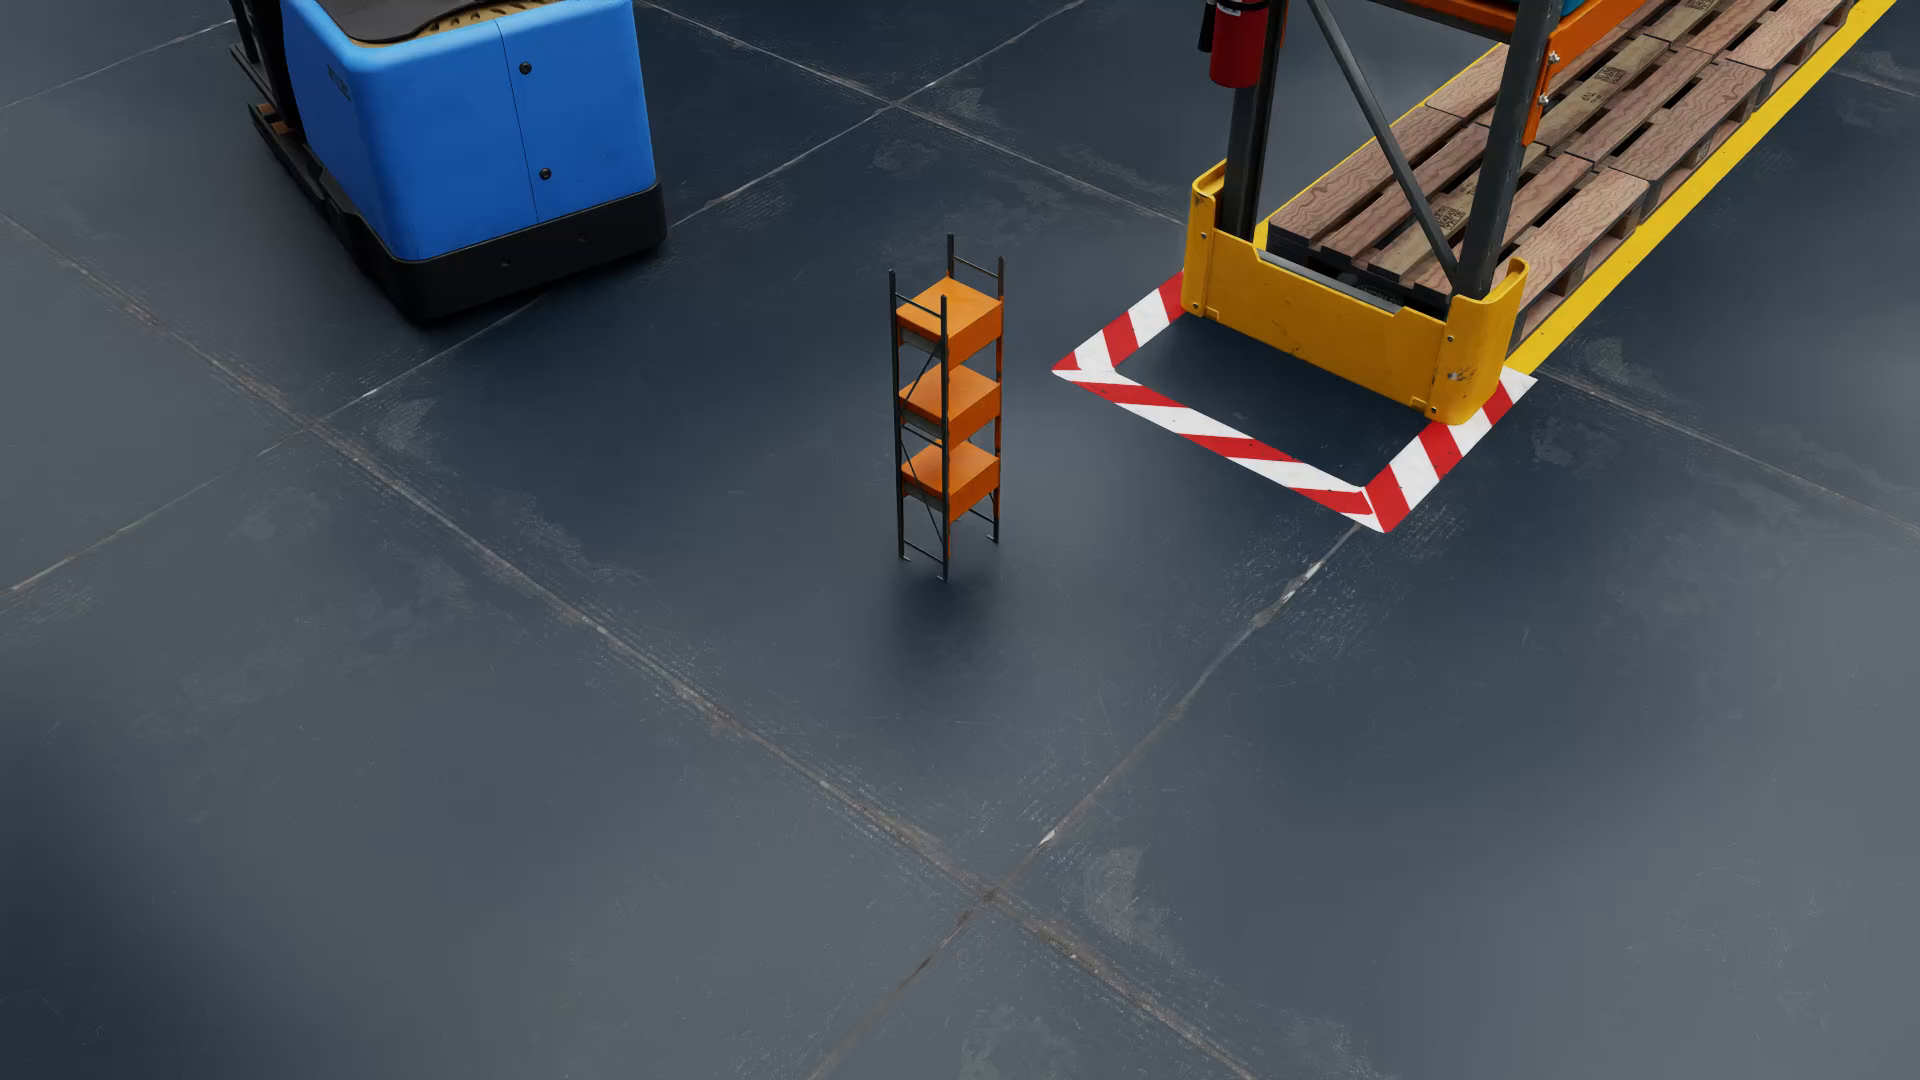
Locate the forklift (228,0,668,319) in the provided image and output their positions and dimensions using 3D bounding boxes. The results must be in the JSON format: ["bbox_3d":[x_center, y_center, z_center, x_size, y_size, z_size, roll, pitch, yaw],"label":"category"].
[{"bbox_3d":[-2.371,-2.844,6.199,1.130,2.935,3.031,-24,48,-24],"label":"forklift"}]

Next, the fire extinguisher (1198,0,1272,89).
[{"bbox_3d":[0.915,-1.794,5.328,0.296,0.674,0.183,29,50,28],"label":"fire extinguisher"}]

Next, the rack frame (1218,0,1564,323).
[{"bbox_3d":[1.360,-1.841,5.045,1.000,3.000,0.127,29,50,28],"label":"rack frame"}]

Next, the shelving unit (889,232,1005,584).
[{"bbox_3d":[-0.034,-0.361,4.867,0.215,1.050,0.252,29,50,28],"label":"shelving unit"}]

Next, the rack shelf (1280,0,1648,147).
[{"bbox_3d":[2.647,-2.605,6.420,1.077,0.370,4.000,29,50,28],"label":"rack shelf"}]

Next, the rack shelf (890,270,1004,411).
[{"bbox_3d":[-0.034,-0.563,4.683,0.215,0.259,0.240,29,50,28],"label":"rack shelf"}]

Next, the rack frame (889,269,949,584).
[{"bbox_3d":[-0.113,-0.298,4.797,0.200,1.050,0.008,29,50,28],"label":"rack frame"}]

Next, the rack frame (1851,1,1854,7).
[{"bbox_3d":[3.935,-3.901,7.310,1.000,3.000,0.127,29,50,28],"label":"rack frame"}]

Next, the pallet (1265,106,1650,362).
[{"bbox_3d":[1.921,-1.217,6.432,1.003,0.211,1.213,29,50,28],"label":"pallet"}]

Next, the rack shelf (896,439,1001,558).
[{"bbox_3d":[-0.034,-0.147,5.061,0.215,0.259,0.240,29,50,28],"label":"rack shelf"}]

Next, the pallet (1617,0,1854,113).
[{"bbox_3d":[3.491,-2.474,7.814,1.003,0.211,1.213,29,50,28],"label":"pallet"}]

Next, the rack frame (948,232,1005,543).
[{"bbox_3d":[0.044,-0.424,4.936,0.200,1.050,0.008,29,50,28],"label":"rack frame"}]

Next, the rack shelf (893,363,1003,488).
[{"bbox_3d":[-0.034,-0.353,4.874,0.215,0.259,0.240,29,50,28],"label":"rack shelf"}]

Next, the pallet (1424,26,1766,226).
[{"bbox_3d":[2.706,-1.843,7.120,1.003,0.211,1.213,29,50,28],"label":"pallet"}]

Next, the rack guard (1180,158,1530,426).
[{"bbox_3d":[1.355,-0.898,5.866,1.175,0.500,0.348,29,50,28],"label":"rack guard"}]

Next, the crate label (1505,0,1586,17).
[{"bbox_3d":[1.771,-1.786,5.064,0.416,0.233,0.303,29,50,28],"label":"crate label"}]
